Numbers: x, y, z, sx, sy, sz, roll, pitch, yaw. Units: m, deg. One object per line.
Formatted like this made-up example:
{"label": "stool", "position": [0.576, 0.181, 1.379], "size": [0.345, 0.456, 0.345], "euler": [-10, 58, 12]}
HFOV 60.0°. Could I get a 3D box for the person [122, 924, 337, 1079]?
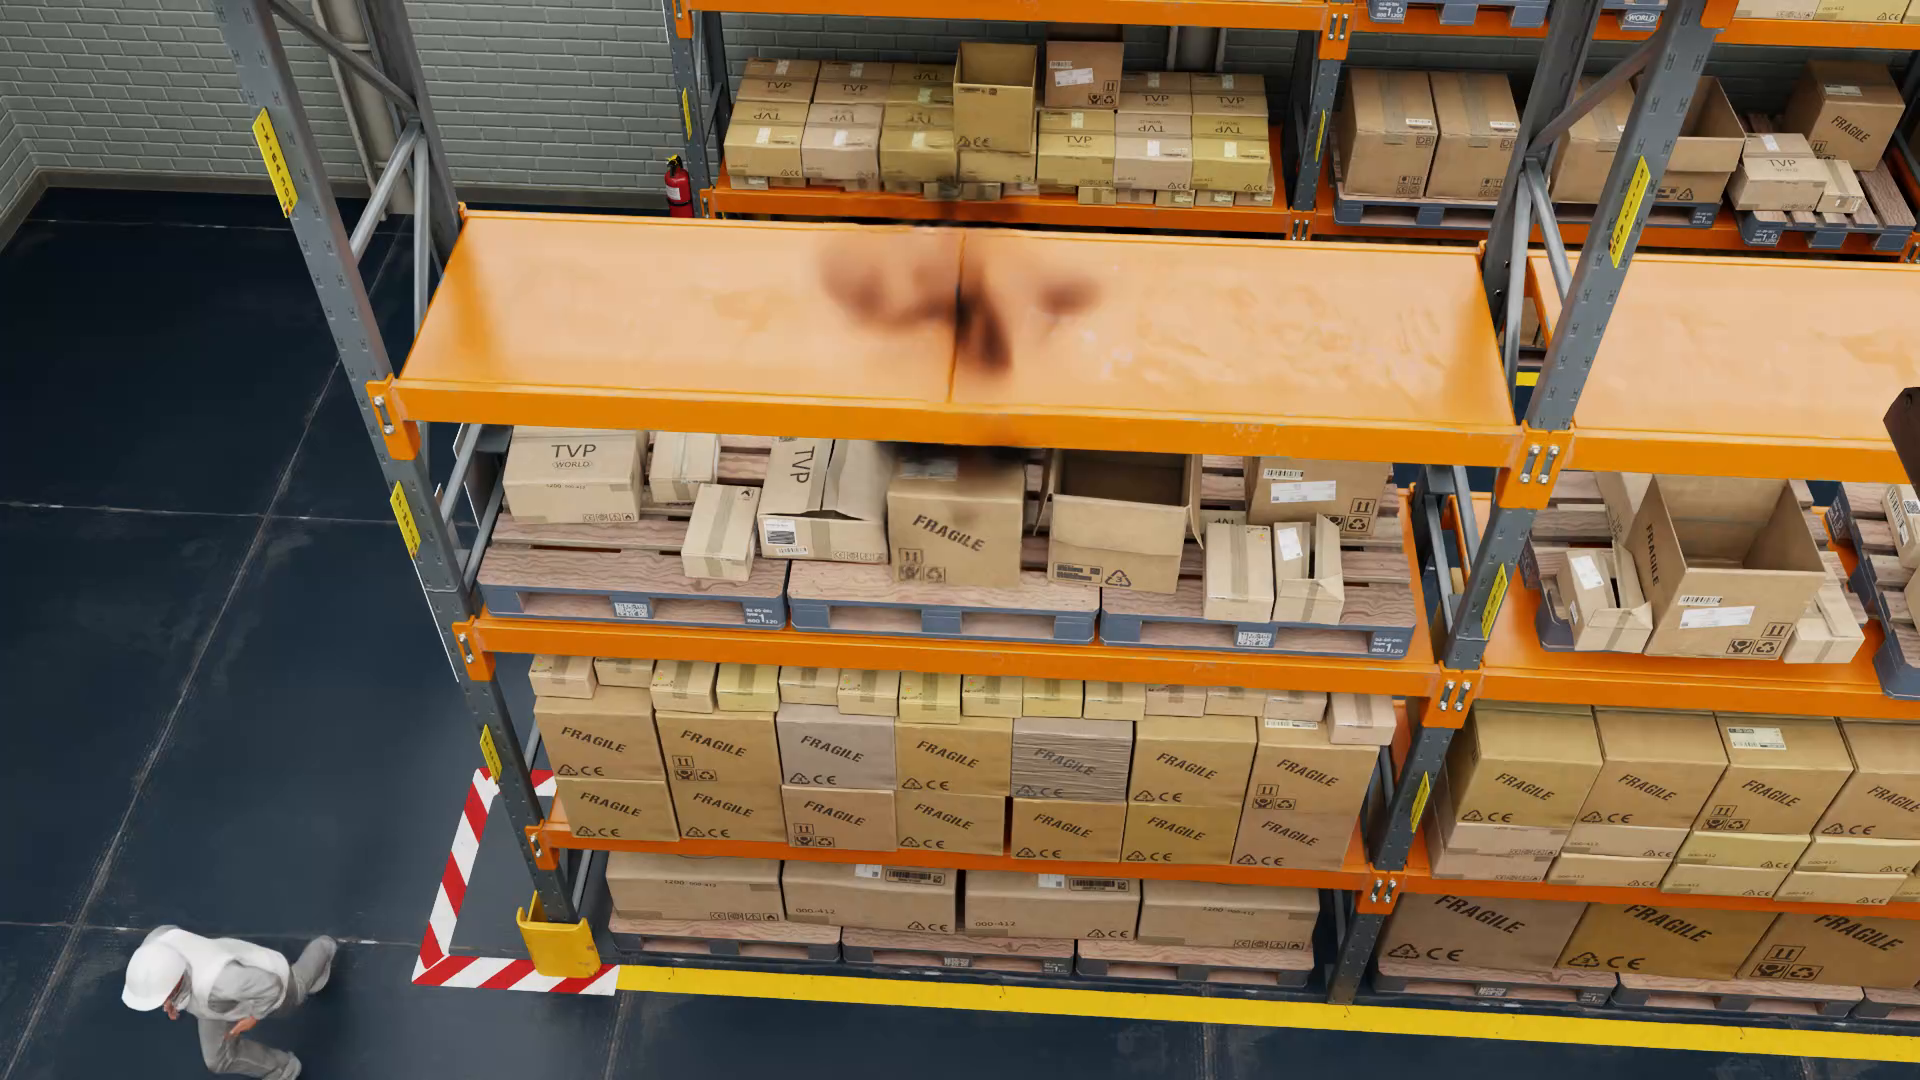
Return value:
{"label": "person", "position": [-3.322, 2.058, 7.813], "size": [0.666, 1.692, 1.042], "euler": [13, 49, 12]}
